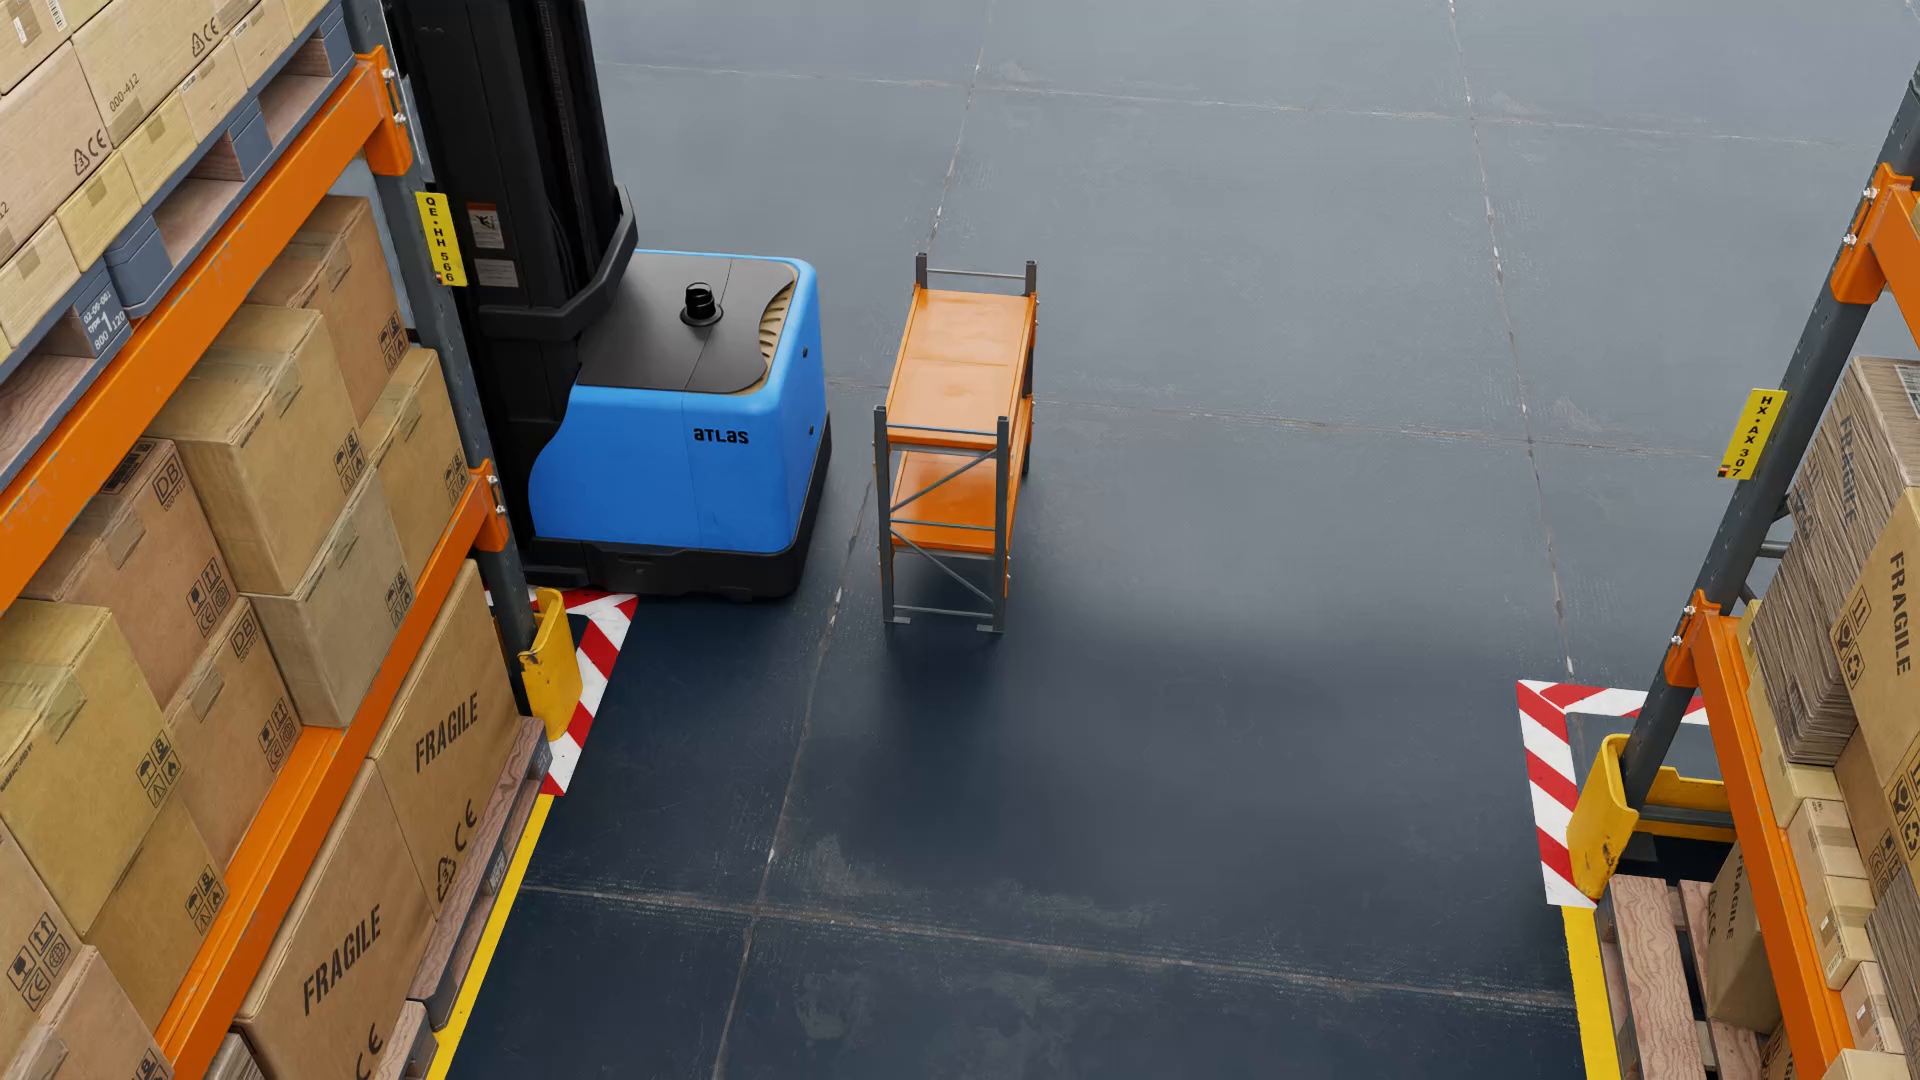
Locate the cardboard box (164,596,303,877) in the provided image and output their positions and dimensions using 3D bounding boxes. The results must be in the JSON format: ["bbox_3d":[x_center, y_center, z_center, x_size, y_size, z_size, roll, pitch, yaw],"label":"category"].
[{"bbox_3d":[-2.353,0.494,4.438,0.875,0.550,0.550,5,44,6],"label":"cardboard box"}]

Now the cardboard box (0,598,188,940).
[{"bbox_3d":[-2.318,0.473,3.675,0.875,0.550,0.500,5,44,6],"label":"cardboard box"}]

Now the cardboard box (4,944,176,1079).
[{"bbox_3d":[-2.353,1.229,3.661,0.875,0.550,0.550,5,44,6],"label":"cardboard box"}]

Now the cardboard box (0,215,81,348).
[{"bbox_3d":[-1.976,-0.519,3.240,0.380,0.149,0.250,6,44,6],"label":"cardboard box"}]

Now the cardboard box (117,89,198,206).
[{"bbox_3d":[-1.909,-0.866,3.606,0.380,0.149,0.250,6,44,6],"label":"cardboard box"}]

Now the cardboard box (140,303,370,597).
[{"bbox_3d":[-2.168,-0.270,4.459,0.875,0.550,0.550,5,44,6],"label":"cardboard box"}]

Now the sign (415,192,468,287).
[{"bbox_3d":[-1.563,-0.903,5.008,0.100,0.325,0.005,5,44,6],"label":"sign"}]

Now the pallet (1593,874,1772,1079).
[{"bbox_3d":[2.651,1.679,5.323,1.003,0.211,1.213,5,44,6],"label":"pallet"}]

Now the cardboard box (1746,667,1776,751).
[{"bbox_3d":[2.478,0.496,4.727,0.380,0.149,0.250,5,44,6],"label":"cardboard box"}]

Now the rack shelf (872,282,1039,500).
[{"bbox_3d":[-0.001,-0.616,6.657,0.538,0.278,1.000,5,44,6],"label":"rack shelf"}]

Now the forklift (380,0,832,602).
[{"bbox_3d":[-2.133,-1.233,6.420,3.031,2.935,1.130,4,44,4],"label":"forklift"}]

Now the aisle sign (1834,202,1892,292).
[{"bbox_3d":[2.515,-0.949,4.180,0.394,0.787,0.004,5,44,6],"label":"aisle sign"}]

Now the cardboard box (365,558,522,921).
[{"bbox_3d":[-2.123,0.631,5.641,0.875,0.875,0.875,5,44,6],"label":"cardboard box"}]

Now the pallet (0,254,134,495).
[{"bbox_3d":[-2.346,-0.172,3.133,1.003,0.211,1.213,5,44,6],"label":"pallet"}]

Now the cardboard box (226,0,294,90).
[{"bbox_3d":[-1.841,-1.213,3.973,0.380,0.149,0.250,6,44,6],"label":"cardboard box"}]

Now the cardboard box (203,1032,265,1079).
[{"bbox_3d":[-2.360,1.852,4.352,0.875,0.875,0.875,6,44,6],"label":"cardboard box"}]

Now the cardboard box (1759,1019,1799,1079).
[{"bbox_3d":[2.660,1.654,4.834,0.500,0.500,0.500,16,46,16],"label":"cardboard box"}]

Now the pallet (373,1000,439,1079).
[{"bbox_3d":[-2.291,1.938,5.050,1.003,0.211,1.213,5,44,6],"label":"pallet"}]

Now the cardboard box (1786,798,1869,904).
[{"bbox_3d":[2.417,0.838,4.366,0.380,0.149,0.250,5,44,6],"label":"cardboard box"}]

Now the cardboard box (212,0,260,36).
[{"bbox_3d":[-1.887,-1.428,3.910,0.500,0.250,0.500,6,44,6],"label":"cardboard box"}]

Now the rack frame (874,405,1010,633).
[{"bbox_3d":[-0.068,-0.057,6.492,0.500,1.125,0.032,5,44,6],"label":"rack frame"}]

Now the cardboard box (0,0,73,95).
[{"bbox_3d":[-1.943,-0.980,3.147,0.380,0.149,0.250,5,44,6],"label":"cardboard box"}]

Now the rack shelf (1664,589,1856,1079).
[{"bbox_3d":[2.539,1.688,3.809,1.077,0.370,4.000,5,44,6],"label":"rack shelf"}]

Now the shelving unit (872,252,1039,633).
[{"bbox_3d":[-0.001,-0.404,6.858,0.538,1.125,1.048,5,44,6],"label":"shelving unit"}]

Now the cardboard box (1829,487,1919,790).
[{"bbox_3d":[2.388,0.247,3.791,0.500,0.500,0.500,5,44,6],"label":"cardboard box"}]

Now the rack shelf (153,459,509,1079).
[{"bbox_3d":[-2.364,1.169,4.357,1.077,0.370,4.000,5,44,6],"label":"rack shelf"}]

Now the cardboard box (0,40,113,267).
[{"bbox_3d":[-2.021,-0.745,3.189,0.500,0.250,0.500,5,44,5],"label":"cardboard box"}]

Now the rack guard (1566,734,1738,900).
[{"bbox_3d":[2.794,1.023,5.806,1.175,0.500,0.348,5,44,6],"label":"rack guard"}]

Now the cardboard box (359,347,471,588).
[{"bbox_3d":[-2.103,-0.253,5.227,0.875,0.550,0.550,5,44,6],"label":"cardboard box"}]

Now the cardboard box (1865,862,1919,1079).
[{"bbox_3d":[2.648,0.981,3.744,0.875,0.500,0.500,5,44,6],"label":"cardboard box"}]

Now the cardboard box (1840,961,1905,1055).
[{"bbox_3d":[2.371,1.180,4.005,0.380,0.149,0.250,5,44,6],"label":"cardboard box"}]

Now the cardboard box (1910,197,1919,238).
[{"bbox_3d":[2.484,-0.666,3.699,0.500,0.250,0.500,6,44,7],"label":"cardboard box"}]

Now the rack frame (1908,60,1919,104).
[{"bbox_3d":[2.804,-2.114,2.938,1.000,3.000,0.127,5,44,6],"label":"rack frame"}]

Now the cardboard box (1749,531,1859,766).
[{"bbox_3d":[2.704,0.292,4.471,0.875,0.500,0.500,5,44,6],"label":"cardboard box"}]
